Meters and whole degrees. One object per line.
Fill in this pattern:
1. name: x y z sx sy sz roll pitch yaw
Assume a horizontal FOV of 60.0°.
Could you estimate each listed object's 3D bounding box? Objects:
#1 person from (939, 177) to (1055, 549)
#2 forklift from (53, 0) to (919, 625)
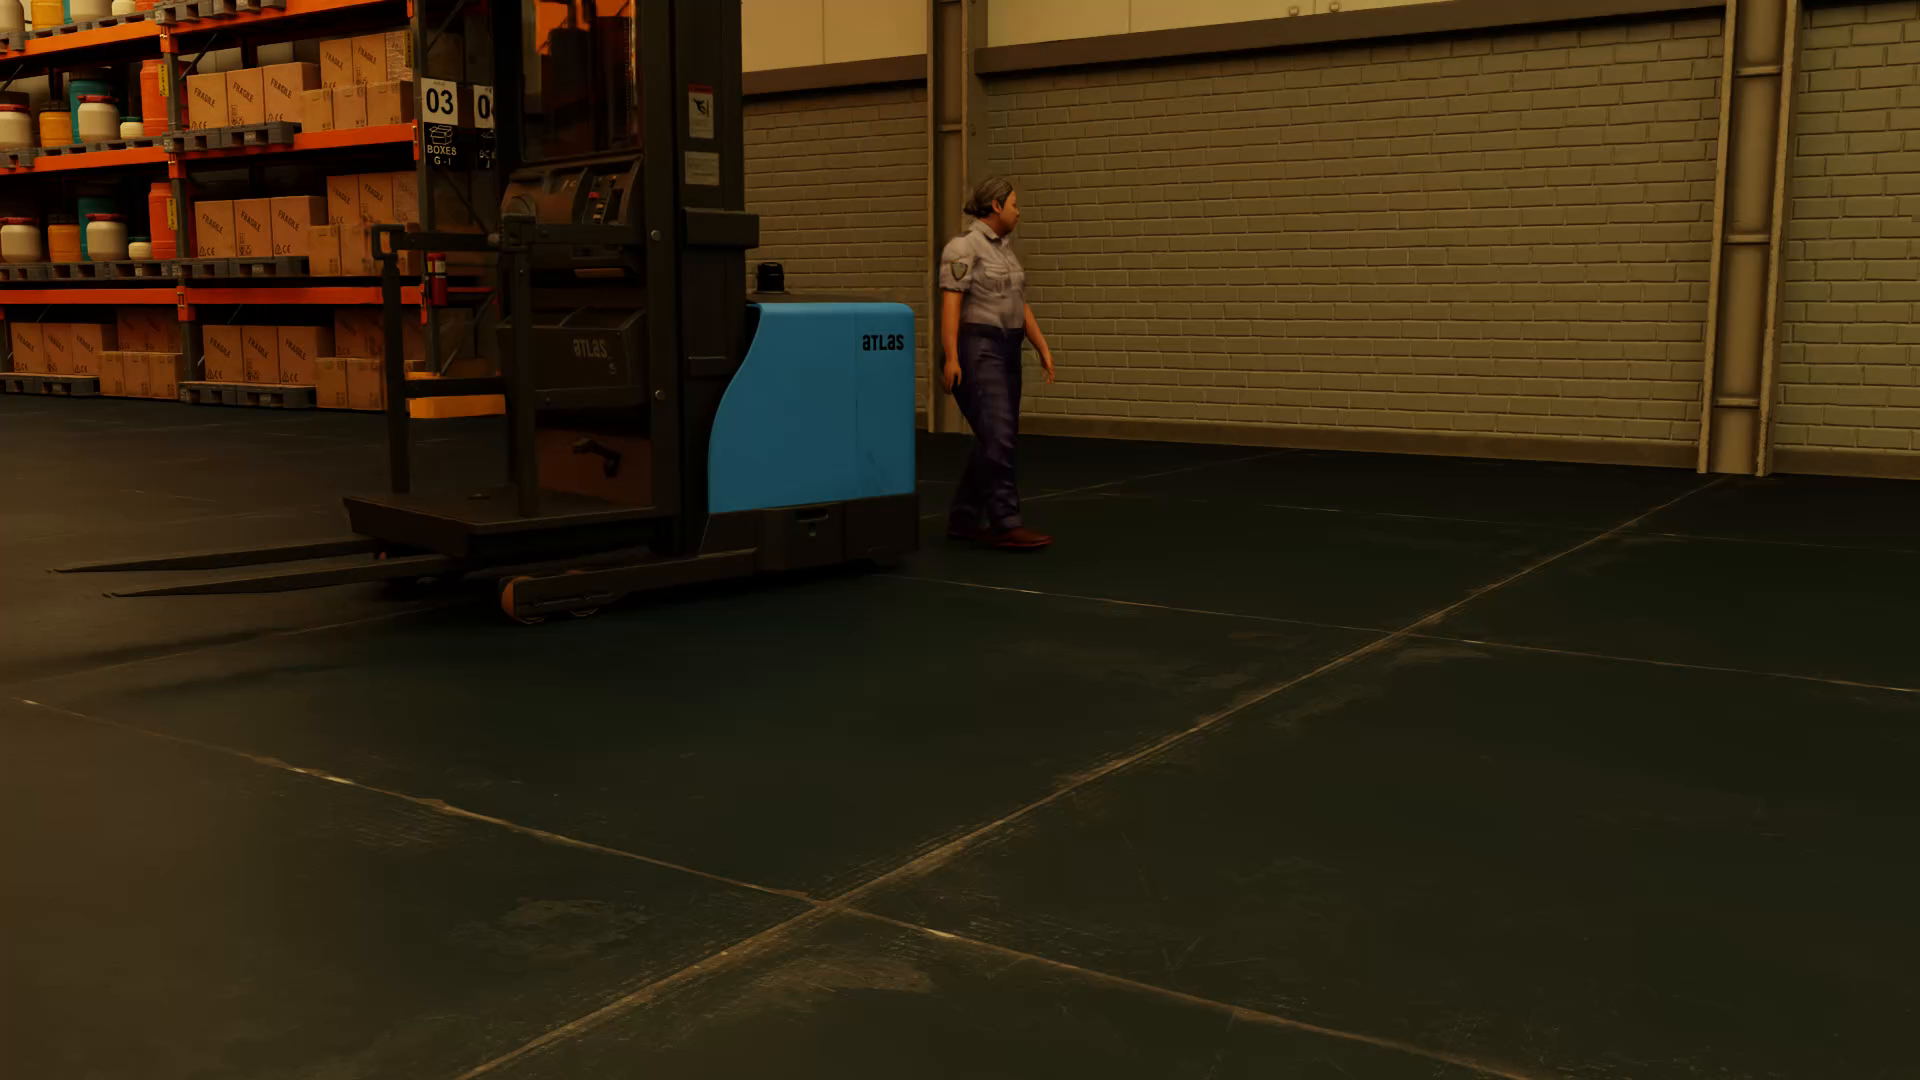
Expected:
1. person: 0.203 -0.792 7.413 0.625 1.628 0.630 4 9 26
2. forklift: -1.591 -1.248 5.970 3.031 2.935 1.130 -7 11 -42
